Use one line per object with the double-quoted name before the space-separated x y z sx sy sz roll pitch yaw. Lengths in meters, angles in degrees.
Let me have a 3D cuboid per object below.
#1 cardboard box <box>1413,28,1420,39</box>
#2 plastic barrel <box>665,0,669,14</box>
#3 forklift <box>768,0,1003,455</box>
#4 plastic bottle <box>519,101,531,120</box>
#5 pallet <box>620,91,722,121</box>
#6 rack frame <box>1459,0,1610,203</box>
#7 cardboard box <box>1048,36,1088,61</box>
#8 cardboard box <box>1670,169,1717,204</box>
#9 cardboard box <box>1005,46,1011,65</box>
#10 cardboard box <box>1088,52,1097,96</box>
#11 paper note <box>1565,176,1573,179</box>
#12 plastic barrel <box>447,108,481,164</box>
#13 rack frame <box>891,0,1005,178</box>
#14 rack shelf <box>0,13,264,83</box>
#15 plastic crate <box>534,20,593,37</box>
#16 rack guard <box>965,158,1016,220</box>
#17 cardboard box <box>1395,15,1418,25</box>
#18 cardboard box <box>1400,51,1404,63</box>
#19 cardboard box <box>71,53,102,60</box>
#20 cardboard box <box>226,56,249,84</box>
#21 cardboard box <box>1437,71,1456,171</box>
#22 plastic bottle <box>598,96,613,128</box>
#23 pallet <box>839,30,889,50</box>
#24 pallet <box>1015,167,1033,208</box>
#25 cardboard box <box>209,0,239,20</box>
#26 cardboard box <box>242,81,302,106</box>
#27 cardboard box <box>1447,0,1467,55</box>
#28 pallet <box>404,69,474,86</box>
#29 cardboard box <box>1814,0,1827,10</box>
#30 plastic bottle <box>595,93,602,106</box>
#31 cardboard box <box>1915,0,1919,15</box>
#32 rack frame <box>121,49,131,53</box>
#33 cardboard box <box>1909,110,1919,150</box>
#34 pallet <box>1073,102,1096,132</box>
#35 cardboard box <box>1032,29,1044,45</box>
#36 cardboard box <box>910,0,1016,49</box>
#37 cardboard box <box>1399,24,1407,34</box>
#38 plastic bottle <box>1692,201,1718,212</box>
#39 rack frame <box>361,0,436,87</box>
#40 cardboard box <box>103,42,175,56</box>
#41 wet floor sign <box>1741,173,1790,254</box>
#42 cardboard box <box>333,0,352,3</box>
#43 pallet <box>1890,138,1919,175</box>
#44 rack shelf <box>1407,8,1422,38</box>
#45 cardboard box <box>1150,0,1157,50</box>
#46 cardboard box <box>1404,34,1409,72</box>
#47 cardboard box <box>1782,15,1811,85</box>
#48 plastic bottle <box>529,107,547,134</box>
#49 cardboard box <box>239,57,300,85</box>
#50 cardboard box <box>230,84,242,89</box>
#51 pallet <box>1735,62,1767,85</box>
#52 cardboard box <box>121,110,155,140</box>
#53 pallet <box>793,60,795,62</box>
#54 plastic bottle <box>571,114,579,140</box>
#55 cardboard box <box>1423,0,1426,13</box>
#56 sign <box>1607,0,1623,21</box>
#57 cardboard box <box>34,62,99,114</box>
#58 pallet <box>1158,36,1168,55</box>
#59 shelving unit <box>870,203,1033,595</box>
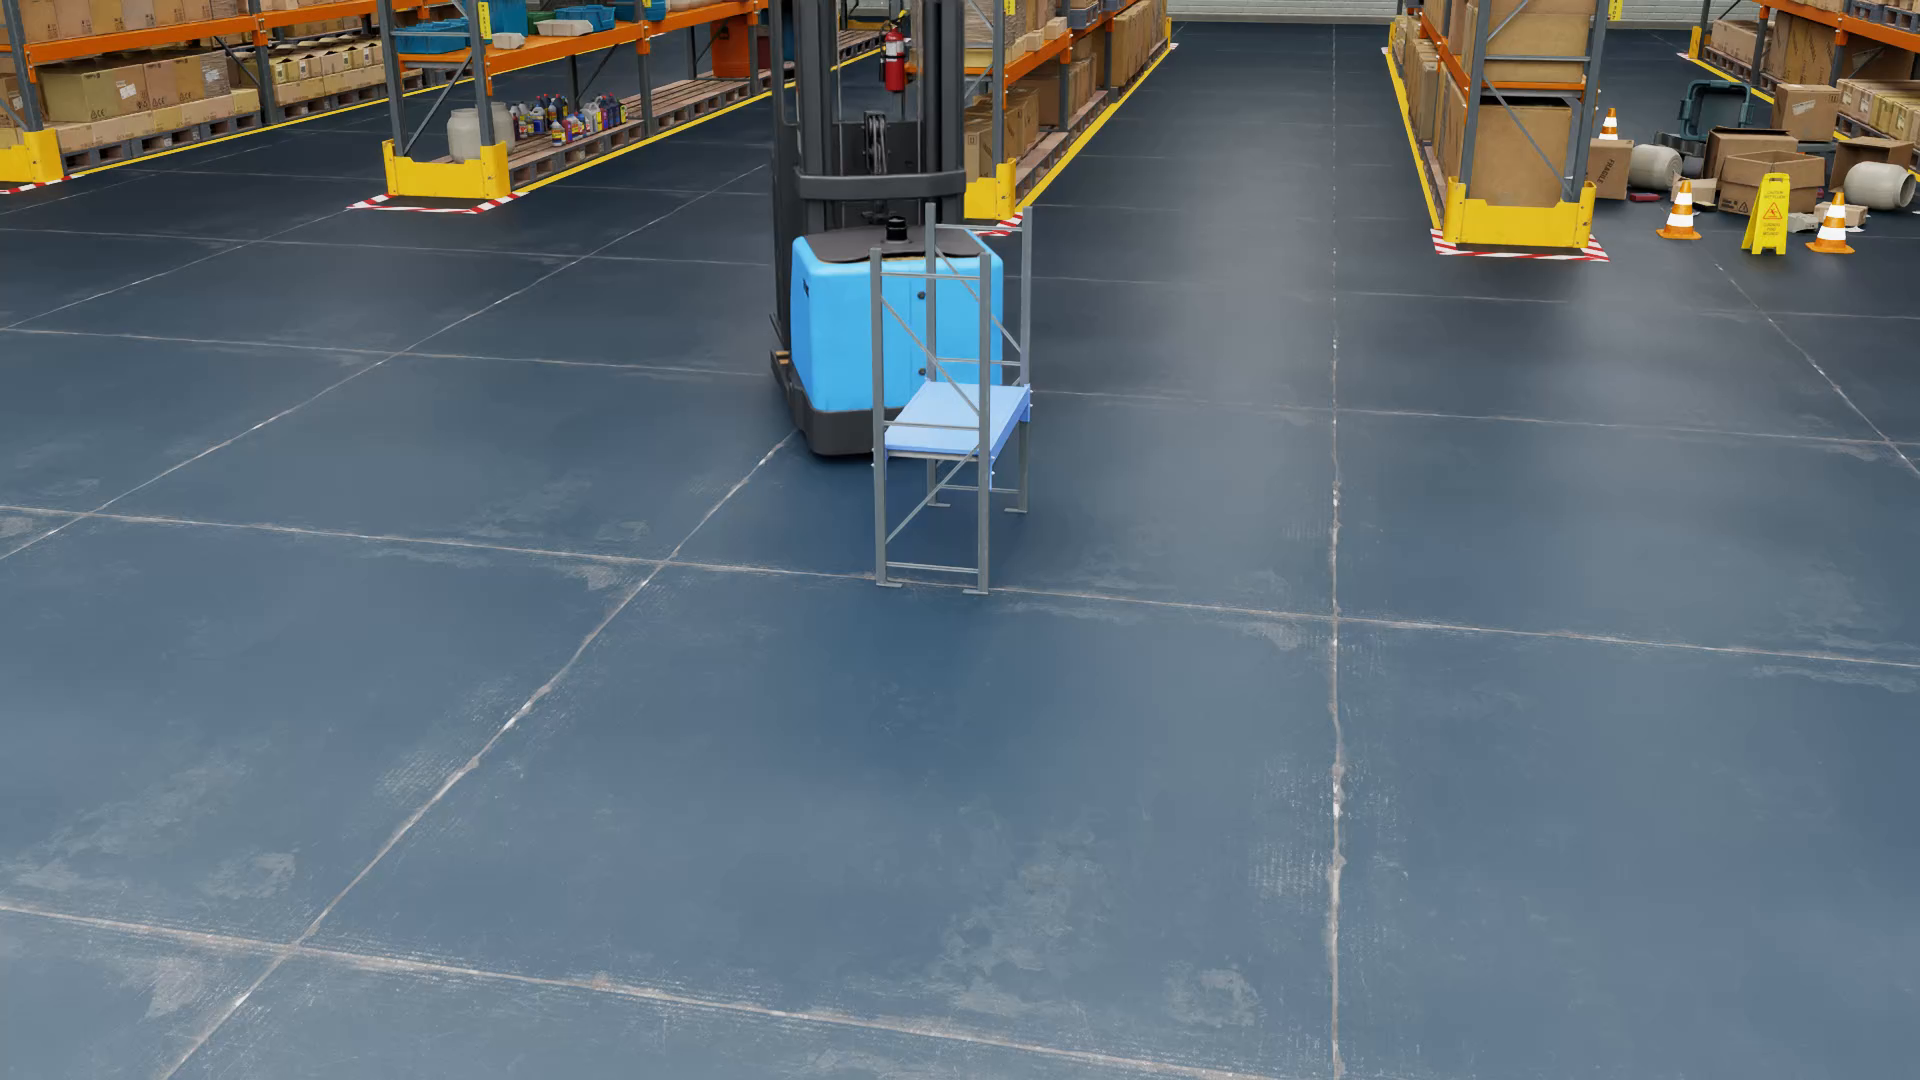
"cardboard box" 6.338 -6.713 22.286 0.500 0.250 0.500 5 22 12
"plastic barrel" -3.728 -6.600 20.044 0.433 0.535 0.433 0 22 0
"forklift" -0.567 -2.326 9.705 1.130 2.935 3.031 -5 22 -11
"plastic bottle" -4.834 -4.691 18.443 0.144 0.351 0.185 4 22 10
"pallet" -3.769 -5.648 21.594 1.003 0.211 1.213 4 22 11
"rack frame" 4.730 -3.948 13.641 1.000 3.000 0.127 4 22 11
"cardboard box" 1.322 -6.239 21.084 0.500 0.250 0.500 7 23 17
"cardboard box" 6.998 -3.374 15.875 0.396 0.266 0.258 8 23 20
"cardboard box" 0.256 -4.423 15.156 0.380 0.149 0.250 4 22 11
"cardboard box" 1.410 -6.087 21.709 0.700 0.500 0.500 3 22 8
"paper note" 6.295 -3.719 17.046 0.147 0.020 0.142 -11 25 -26
"plastic barrel" -4.894 -4.028 16.608 0.421 0.512 0.421 0 22 0
"rack frame" -0.105 -4.363 14.672 1.000 3.000 0.127 4 22 11
"rack shelf" -9.394 -5.517 18.501 1.077 0.370 4.000 4 22 11
"plastic crate" -4.221 -5.468 17.769 0.530 0.136 0.437 4 22 11
"rack guard" -0.090 -3.231 15.208 1.175 0.500 0.348 4 22 11
"cardboard box" 7.555 -8.782 28.102 0.380 0.149 0.250 3 22 8
"cardboard box" 6.925 -7.379 25.413 0.380 0.149 0.250 5 22 12
"cardboard box" -13.116 -7.199 24.470 0.700 0.500 0.500 5 22 12
"cardboard box" -9.184 -5.932 20.935 0.500 0.311 0.500 4 22 11
"cardboard box" 5.169 -4.066 16.215 0.875 0.875 0.875 5 22 11
"plastic bottle" -4.026 -4.851 18.841 0.144 0.351 0.185 3 22 8
"pallet" -1.895 -9.000 29.918 1.003 0.211 1.213 4 22 11
"pallet" 0.111 -3.392 15.993 1.003 0.211 1.213 4 22 11
"cardboard box" -9.070 -6.466 19.760 0.700 0.500 0.500 4 22 10
"cardboard box" -8.661 -5.631 20.937 0.500 0.250 0.500 4 22 10
"cardboard box" 5.167 -4.953 15.937 0.875 0.550 0.550 4 22 11
"pallet" -7.980 -7.022 25.007 1.003 0.211 1.213 4 22 11
"cardboard box" 11.167 -6.857 21.064 0.500 0.250 0.500 5 22 12
"plastic bottle" -4.128 -4.932 19.042 0.144 0.351 0.185 4 22 11
"cardboard box" 10.384 -5.644 17.626 0.380 0.149 0.250 5 22 11
"rack frame" -13.020 -8.422 24.749 1.000 3.000 0.127 4 22 11
"cardboard box" 10.517 -4.238 17.318 0.950 0.372 0.625 5 22 12
"pallet" 1.115 -5.265 20.644 1.003 0.211 1.213 4 22 11
"cardboard box" 0.635 -5.061 16.741 0.380 0.149 0.250 4 22 11
"cardboard box" 0.034 -4.747 15.092 0.875 0.500 0.500 4 22 11
"cardboard box" 7.191 -8.118 26.452 0.380 0.149 0.250 4 22 9
"plastic bottle" 6.927 -3.114 15.504 0.133 0.061 0.283 -3 22 -8
"rack frame" -8.170 -8.045 23.815 1.000 3.000 0.127 4 22 11
"cardboard box" -12.741 -7.878 25.715 0.750 0.750 0.750 4 22 10
"wet floor sign" 6.662 -2.694 13.680 0.267 0.644 0.232 1 22 2
"cardboard box" -8.496 -7.477 22.270 0.500 0.500 0.500 3 22 8
"pallet" 10.570 -4.062 17.657 1.003 0.211 1.213 4 22 11
"rack shelf" 6.770 -7.272 22.857 1.077 0.370 4.000 4 22 11
"cardboard box" 2.740 -8.525 27.289 0.875 0.875 0.875 4 22 11
"cardboard box" 6.768 -7.122 24.306 0.500 0.500 0.500 5 23 13
"cardboard box" 11.820 -6.642 22.612 0.875 0.875 0.875 5 22 12
"plastic bottle" -4.684 -4.654 18.451 0.152 0.276 0.135 4 22 11
"cardboard box" -8.658 -5.894 20.841 0.500 0.311 0.500 5 22 11
"cardboard box" -9.185 -5.676 21.049 0.500 0.250 0.500 4 22 10
"pallet" 12.277 -6.975 24.890 1.003 0.211 1.213 4 22 11
"cardboard box" -9.274 -4.584 18.339 0.500 0.250 0.500 4 22 11
"pallet" -2.703 -7.557 26.335 1.003 0.211 1.213 4 22 11
"plastic bottle" -4.188 -4.480 18.026 0.097 0.271 0.097 0 22 0
"cardboard box" 6.006 -6.777 20.531 0.500 0.500 0.500 5 22 12
"sign" 5.272 -4.342 13.354 0.100 0.325 0.005 4 22 11
"cardboard box" -9.794 -4.973 18.300 0.500 0.500 0.500 4 22 11
"pallet" 3.073 -8.623 28.981 1.003 0.211 1.213 4 22 11
"shelving unit" -0.017 -0.664 7.496 0.538 1.500 1.048 4 22 11
